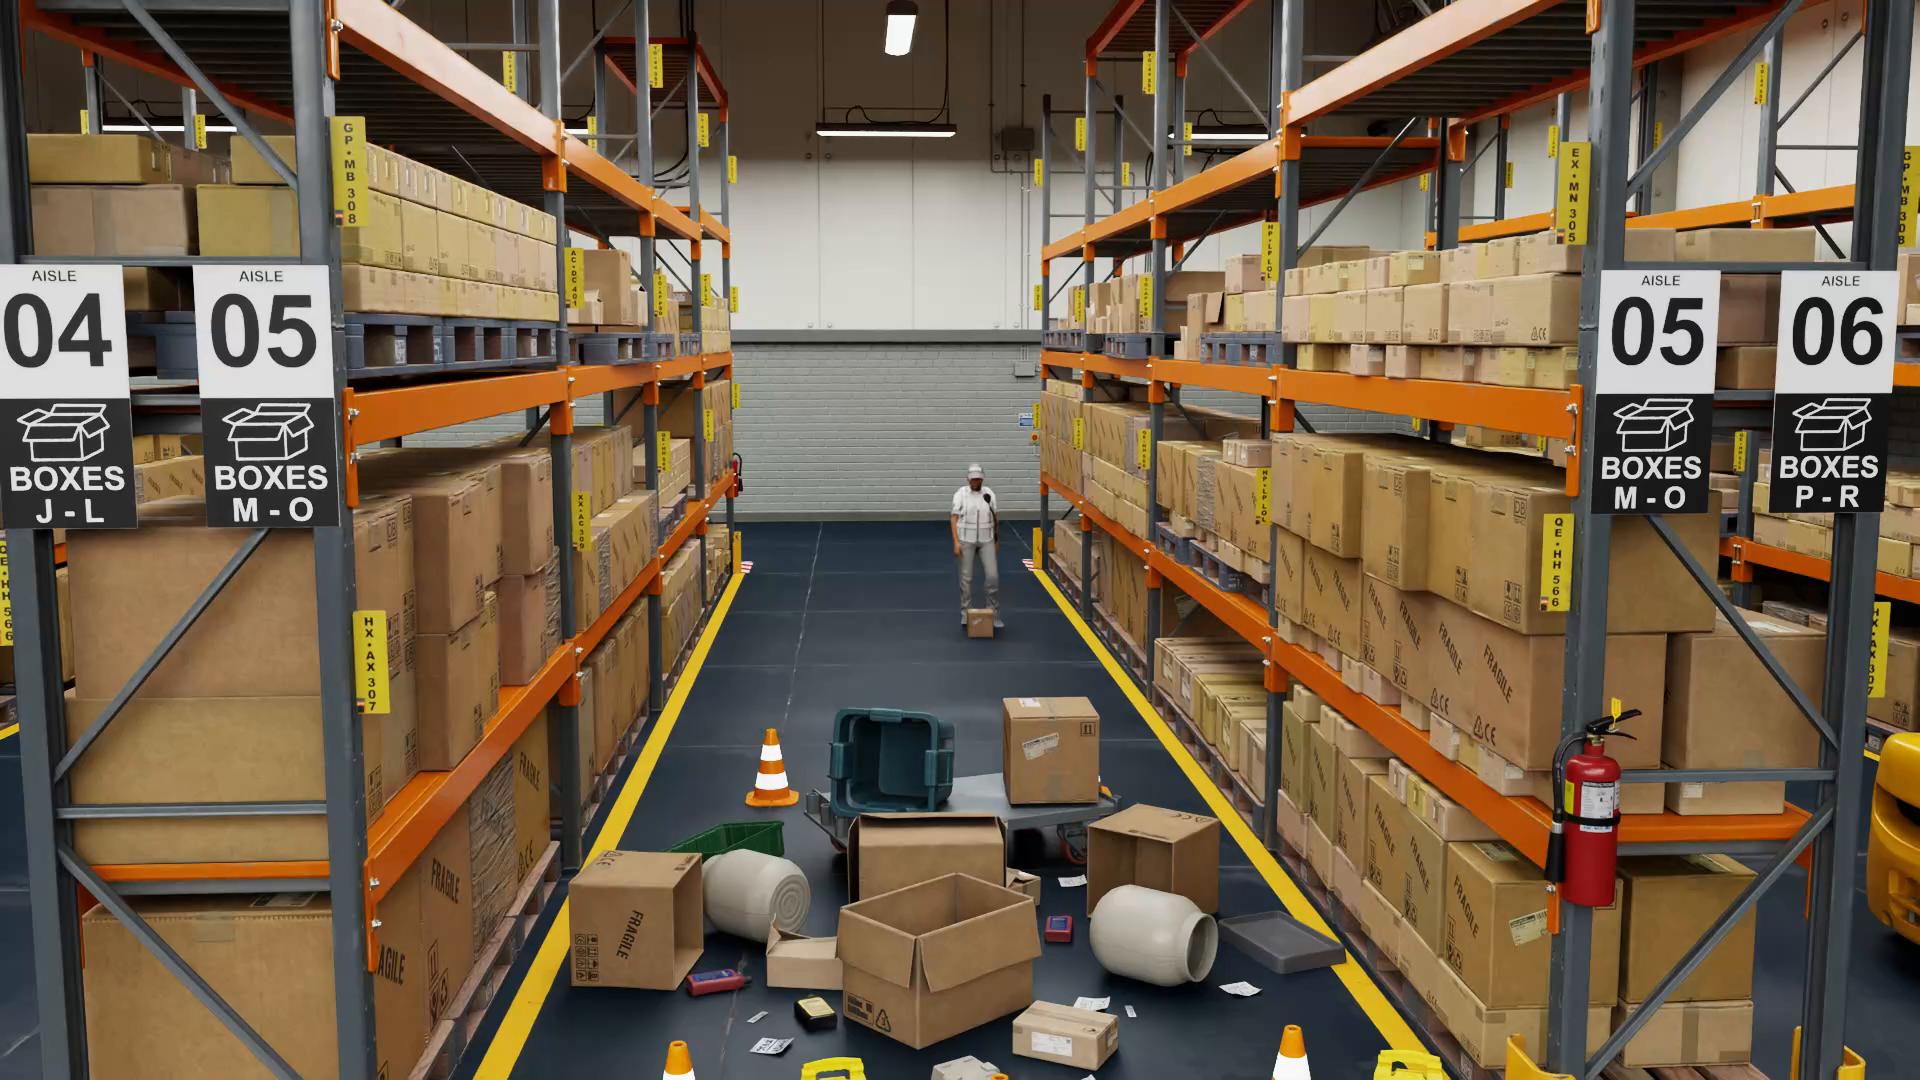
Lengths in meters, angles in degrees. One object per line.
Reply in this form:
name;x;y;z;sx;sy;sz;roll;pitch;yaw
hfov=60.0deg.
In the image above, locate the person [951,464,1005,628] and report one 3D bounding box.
person;0.177;0.073;17.236;0.547;1.729;0.438;-1;7;-9
